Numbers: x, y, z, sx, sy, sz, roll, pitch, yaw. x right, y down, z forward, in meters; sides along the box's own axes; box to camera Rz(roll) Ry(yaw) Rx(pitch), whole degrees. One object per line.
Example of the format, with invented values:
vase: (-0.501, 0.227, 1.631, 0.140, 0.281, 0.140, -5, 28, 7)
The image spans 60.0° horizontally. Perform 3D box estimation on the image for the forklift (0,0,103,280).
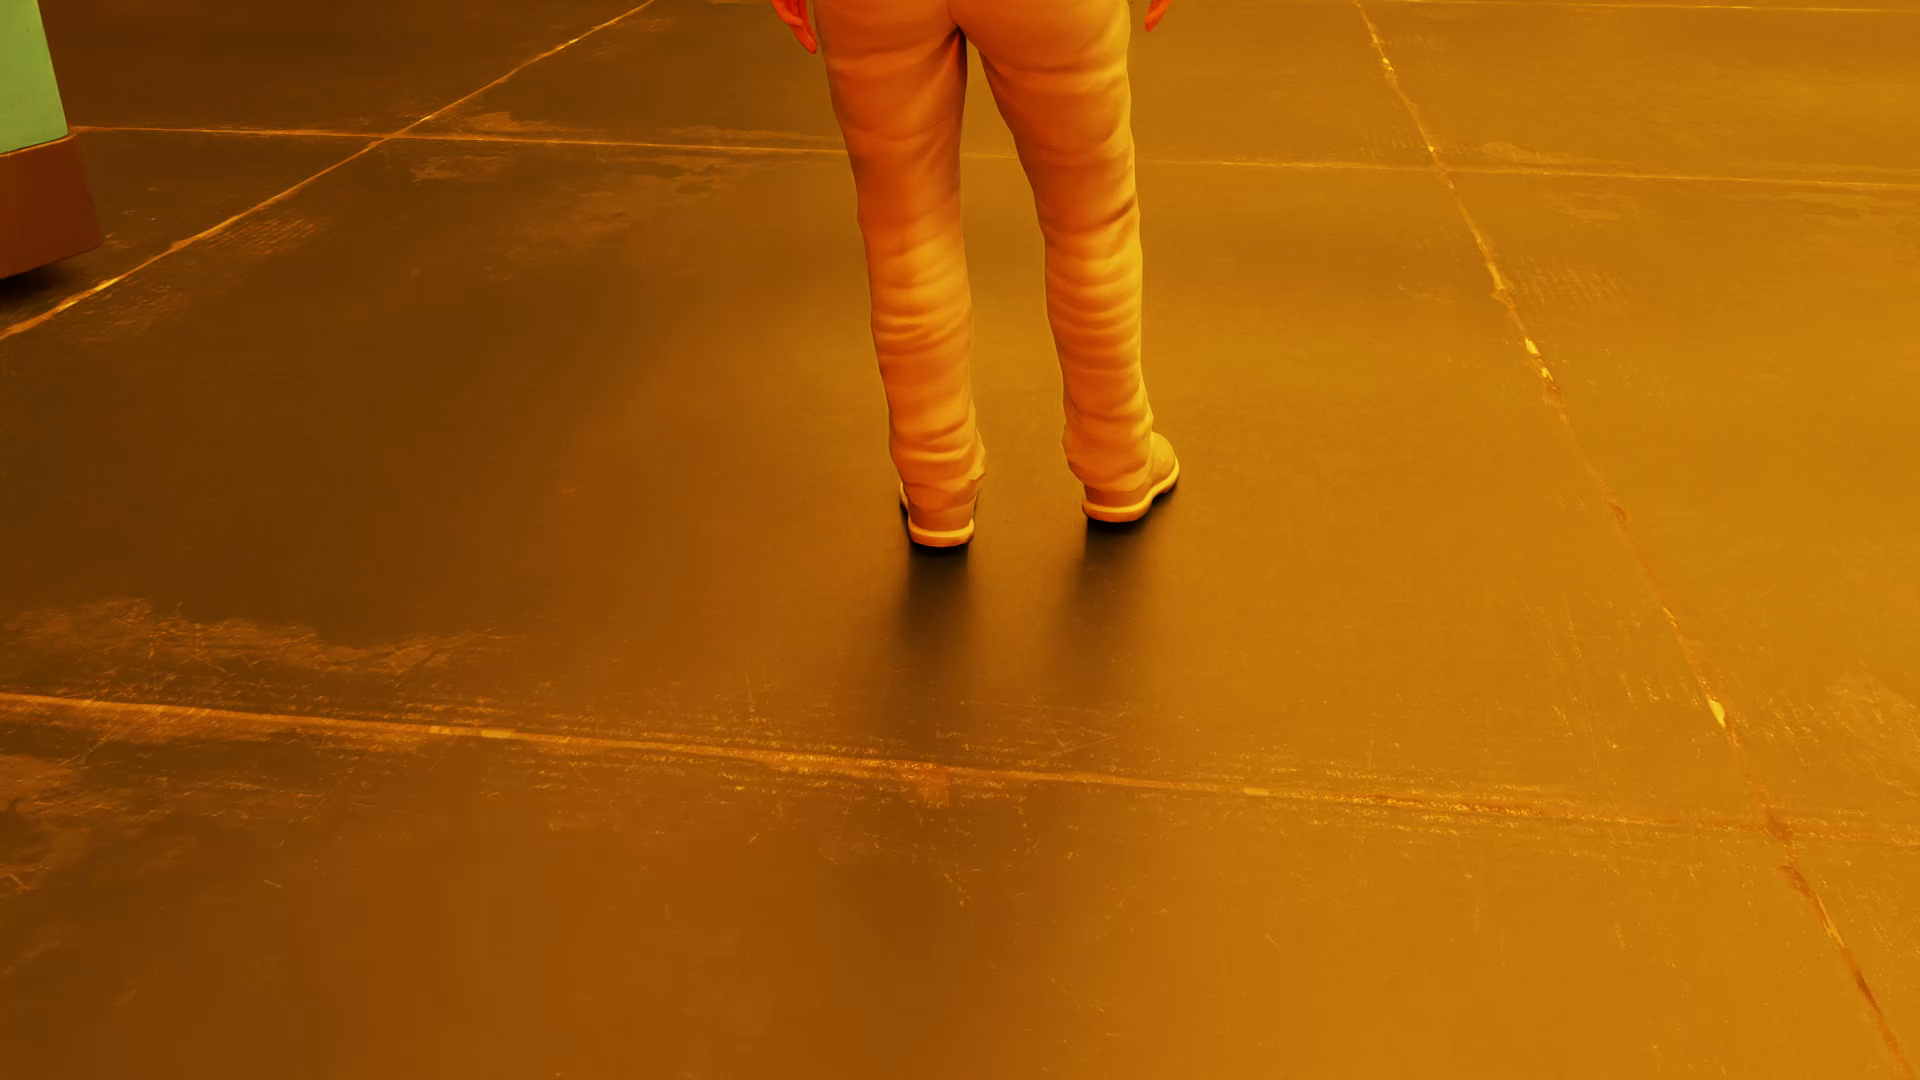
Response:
forklift: (-3.436, -1.964, 3.154, 3.031, 2.935, 1.130, 11, 29, 21)

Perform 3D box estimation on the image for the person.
person: (0.033, -0.786, 2.190, 0.598, 1.670, 0.529, 3, 27, 7)
